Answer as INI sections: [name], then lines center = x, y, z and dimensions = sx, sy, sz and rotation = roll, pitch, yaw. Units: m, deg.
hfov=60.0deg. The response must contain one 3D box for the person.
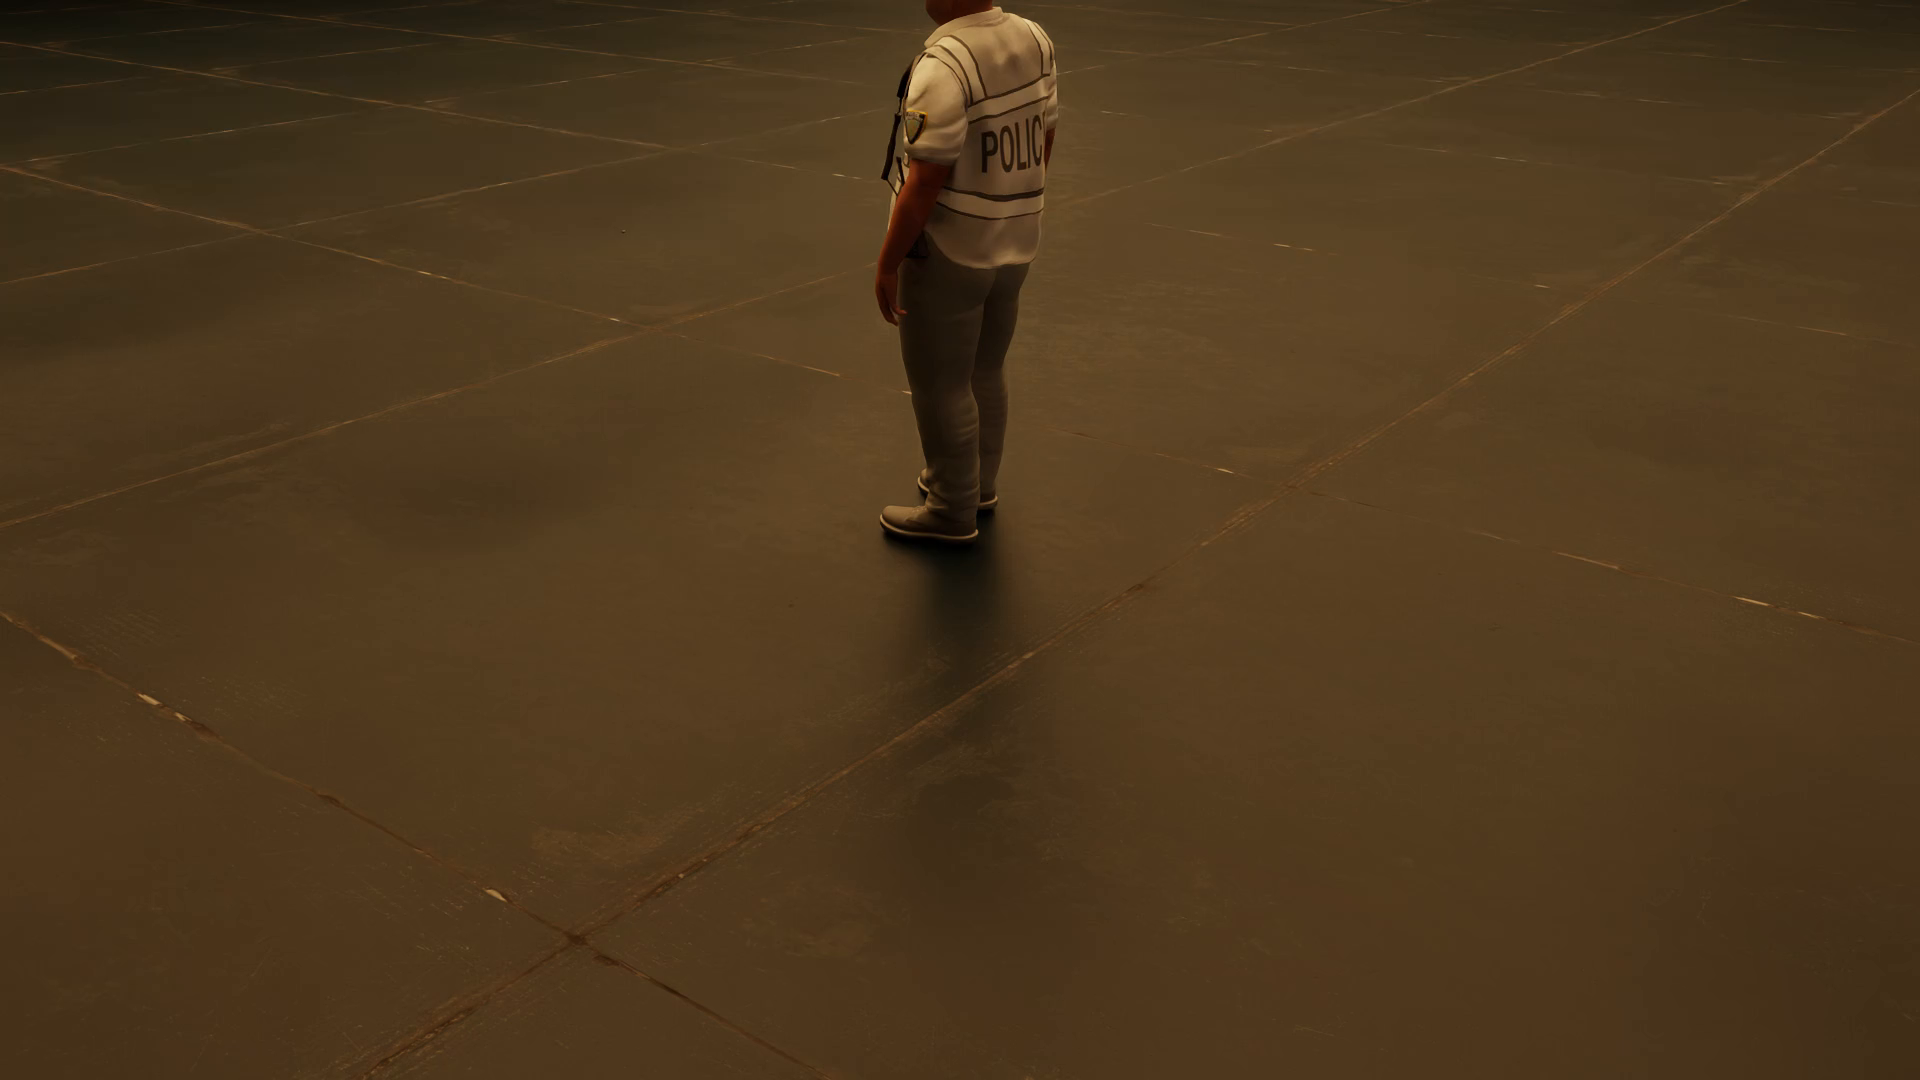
[person]
center = -0.054, -0.846, 4.709
dimensions = 0.575, 1.781, 0.640
rotation = 17, 29, 34
